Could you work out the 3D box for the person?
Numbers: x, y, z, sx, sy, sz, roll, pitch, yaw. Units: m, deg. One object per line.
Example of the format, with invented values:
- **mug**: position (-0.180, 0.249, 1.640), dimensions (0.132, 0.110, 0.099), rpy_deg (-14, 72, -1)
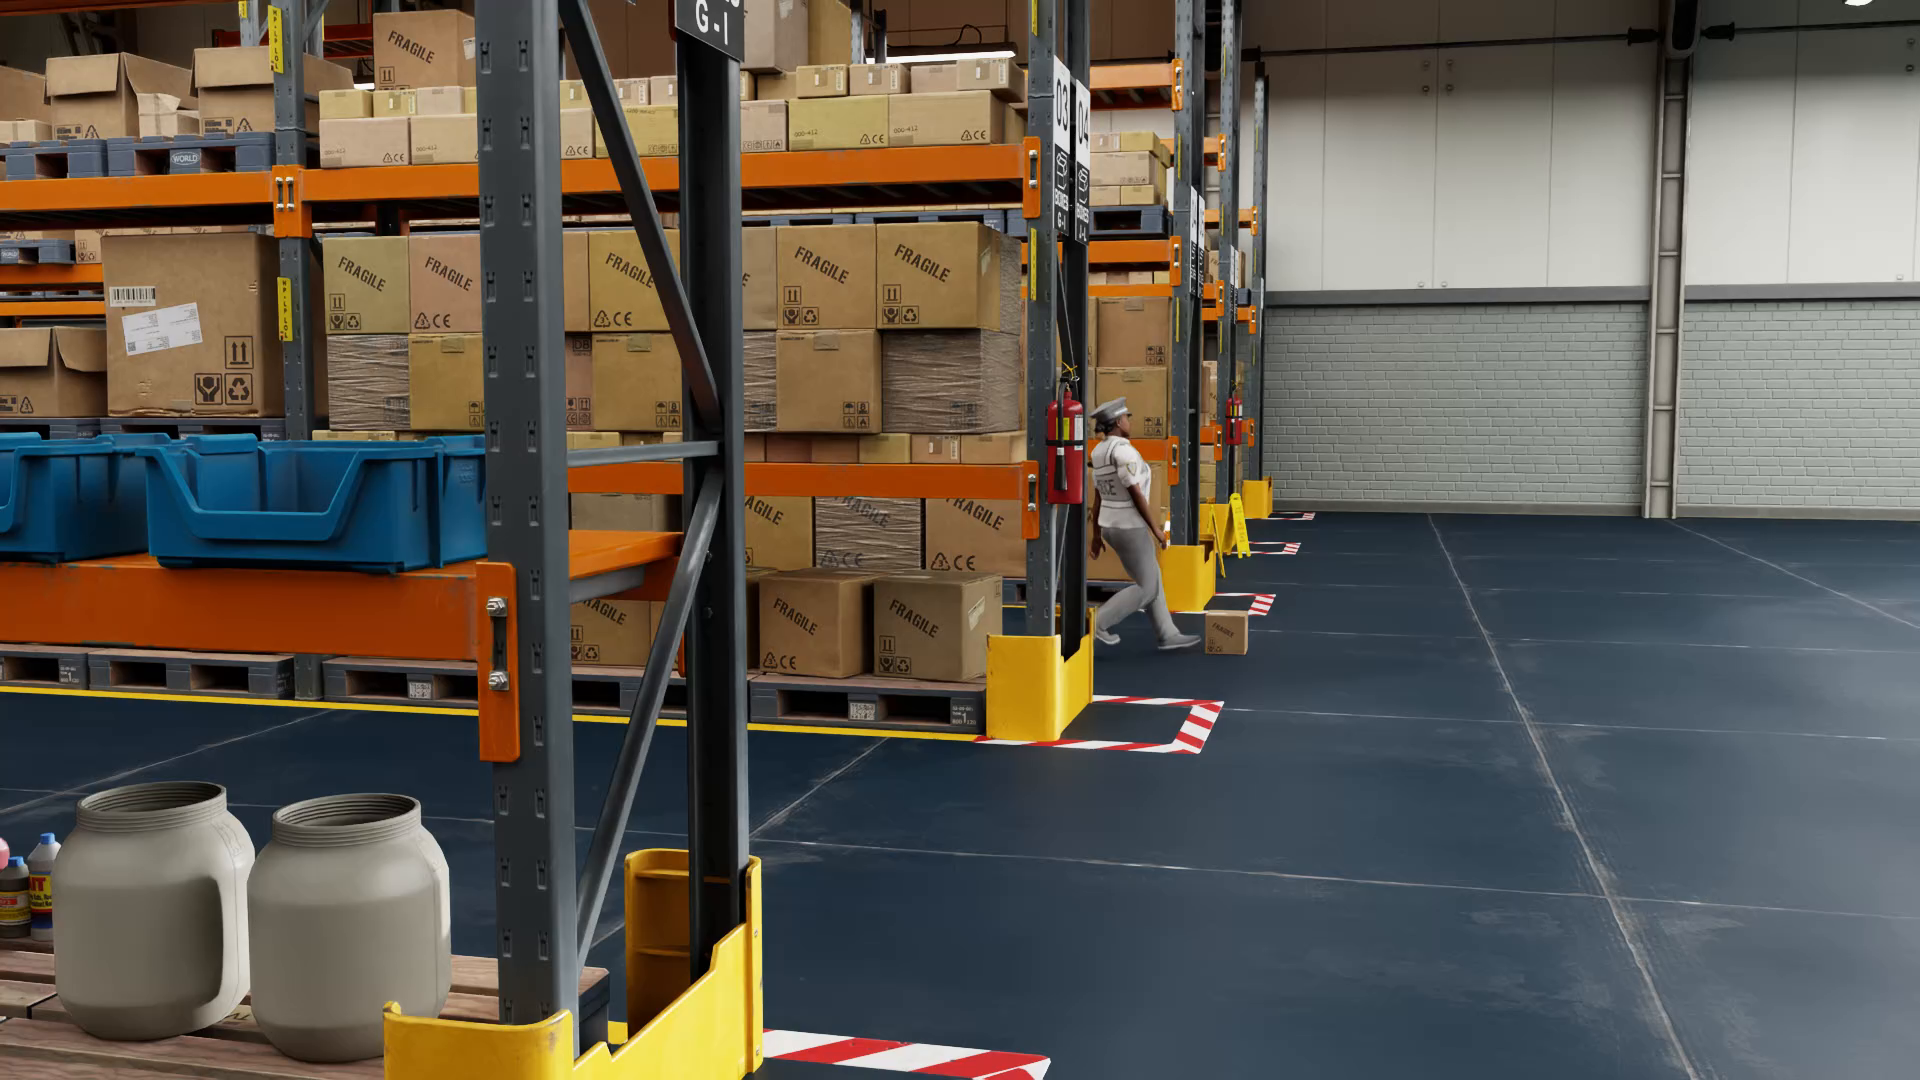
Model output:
- **person**: position (1.143, -0.091, 10.470), dimensions (0.878, 1.616, 0.497), rpy_deg (-1, 5, -17)
